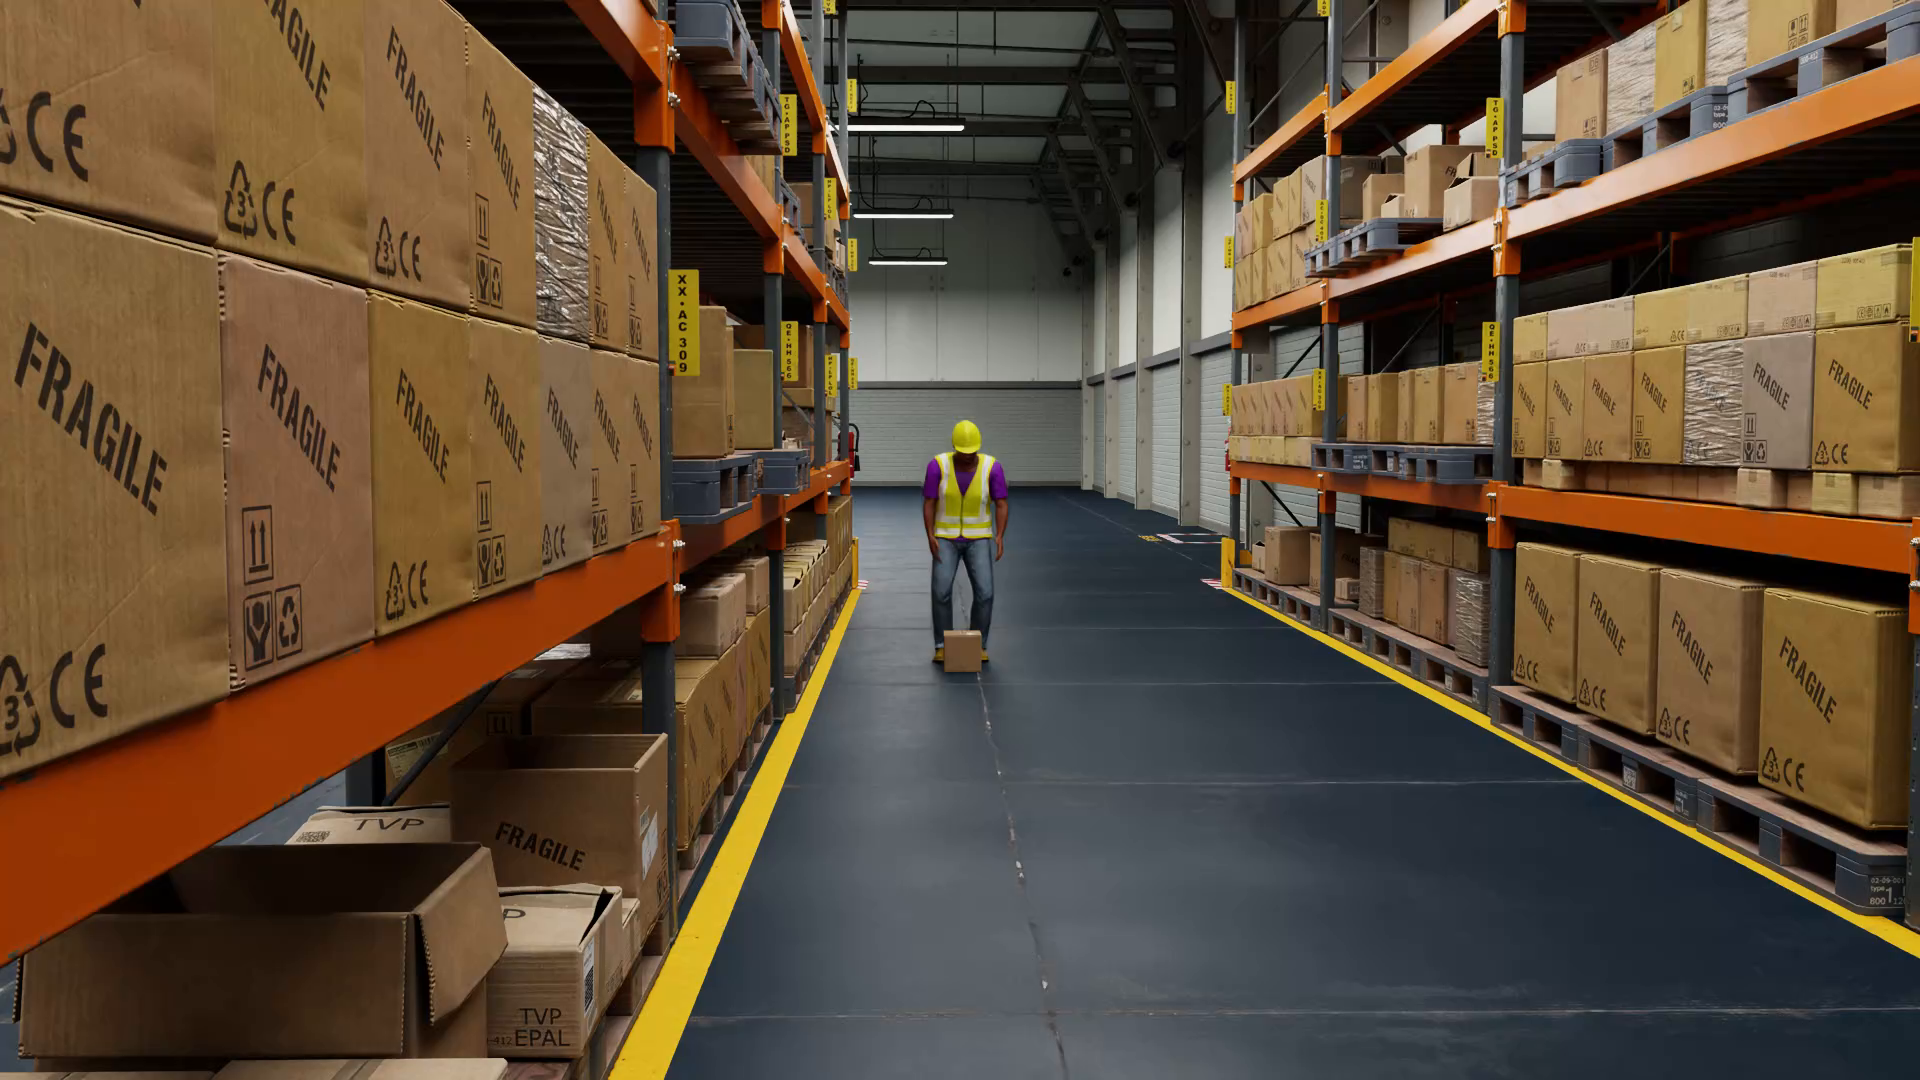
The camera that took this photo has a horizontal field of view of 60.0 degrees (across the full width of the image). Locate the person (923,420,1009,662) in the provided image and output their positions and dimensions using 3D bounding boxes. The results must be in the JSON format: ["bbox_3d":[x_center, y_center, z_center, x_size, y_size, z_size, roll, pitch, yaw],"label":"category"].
[{"bbox_3d":[0.040,0.008,11.604,0.602,1.683,0.511,0,4,0],"label":"person"}]
